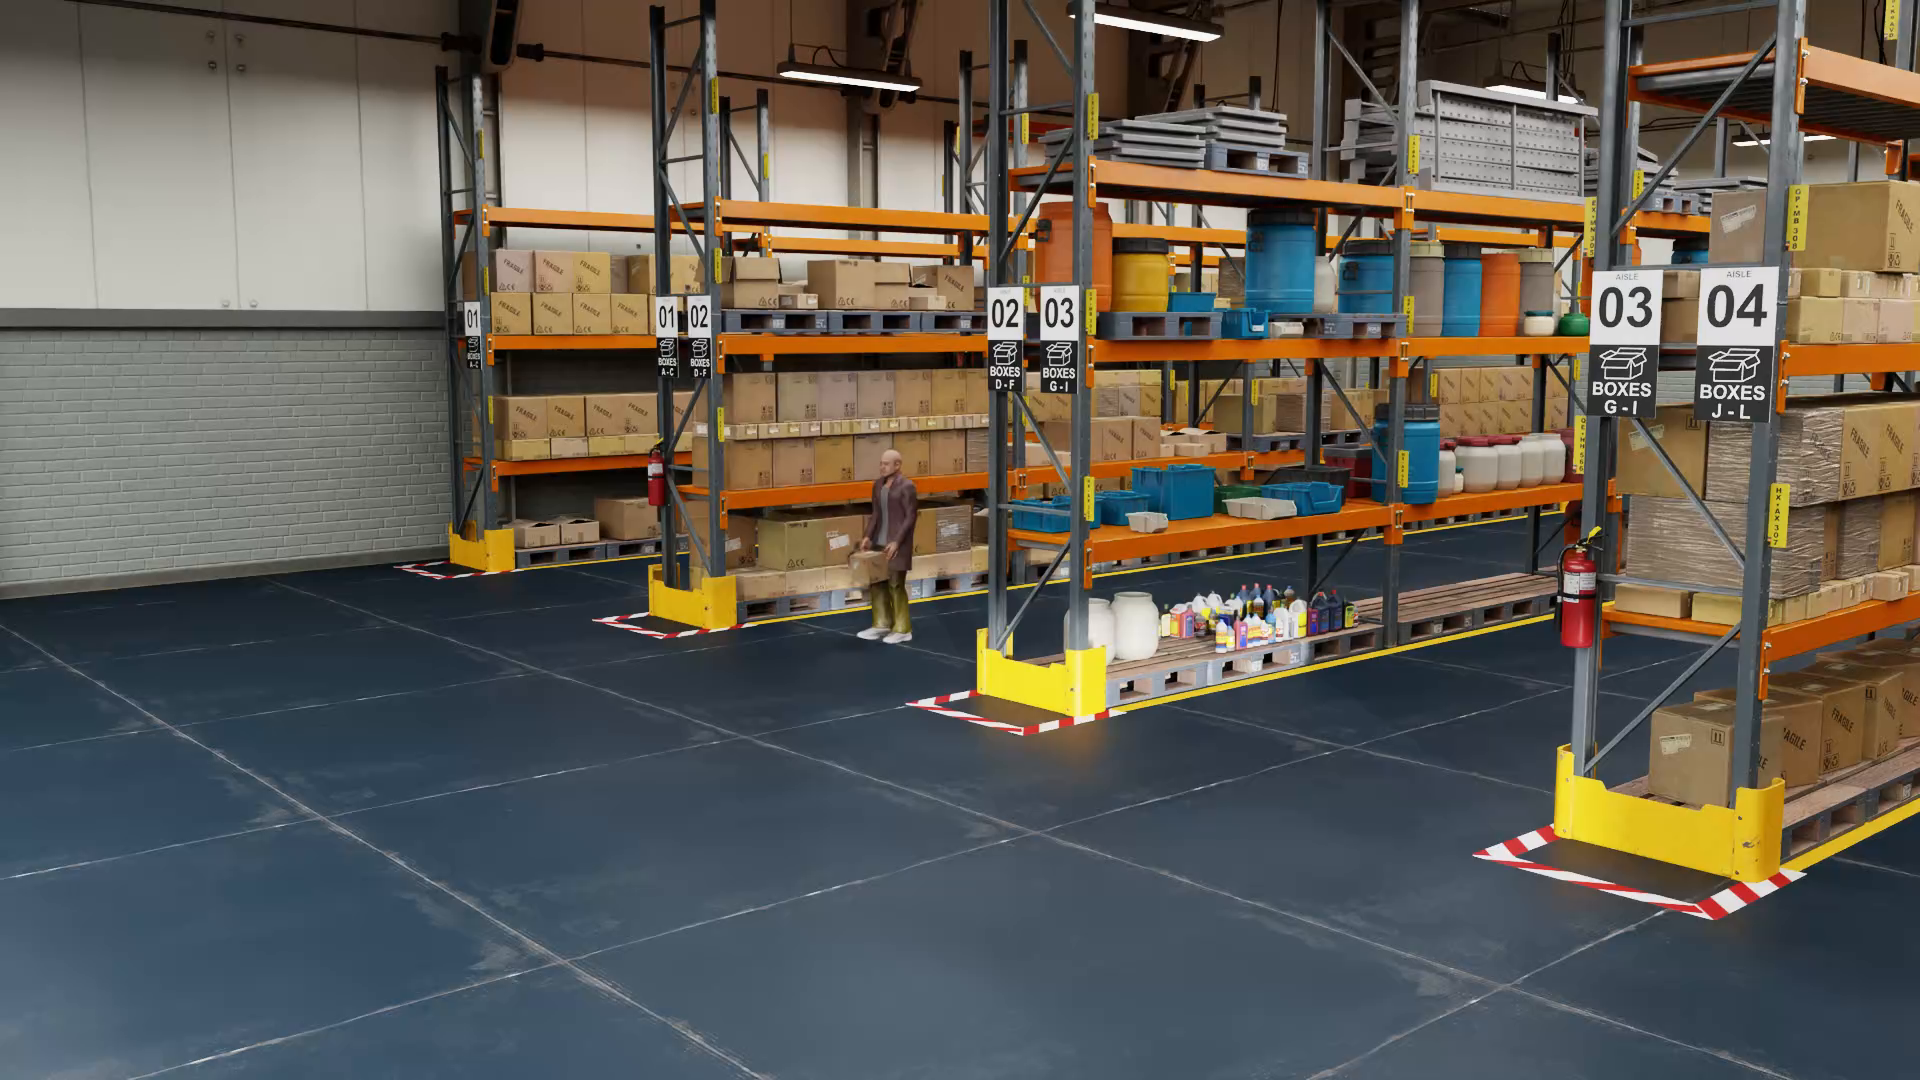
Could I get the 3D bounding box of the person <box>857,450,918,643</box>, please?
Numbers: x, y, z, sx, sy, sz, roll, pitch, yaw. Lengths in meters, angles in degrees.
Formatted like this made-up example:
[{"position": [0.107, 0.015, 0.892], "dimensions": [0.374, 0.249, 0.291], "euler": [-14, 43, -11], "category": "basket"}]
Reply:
[{"position": [-0.648, 0.051, 15.411], "dimensions": [0.424, 1.780, 0.583], "euler": [-7, 10, -42], "category": "person"}]
